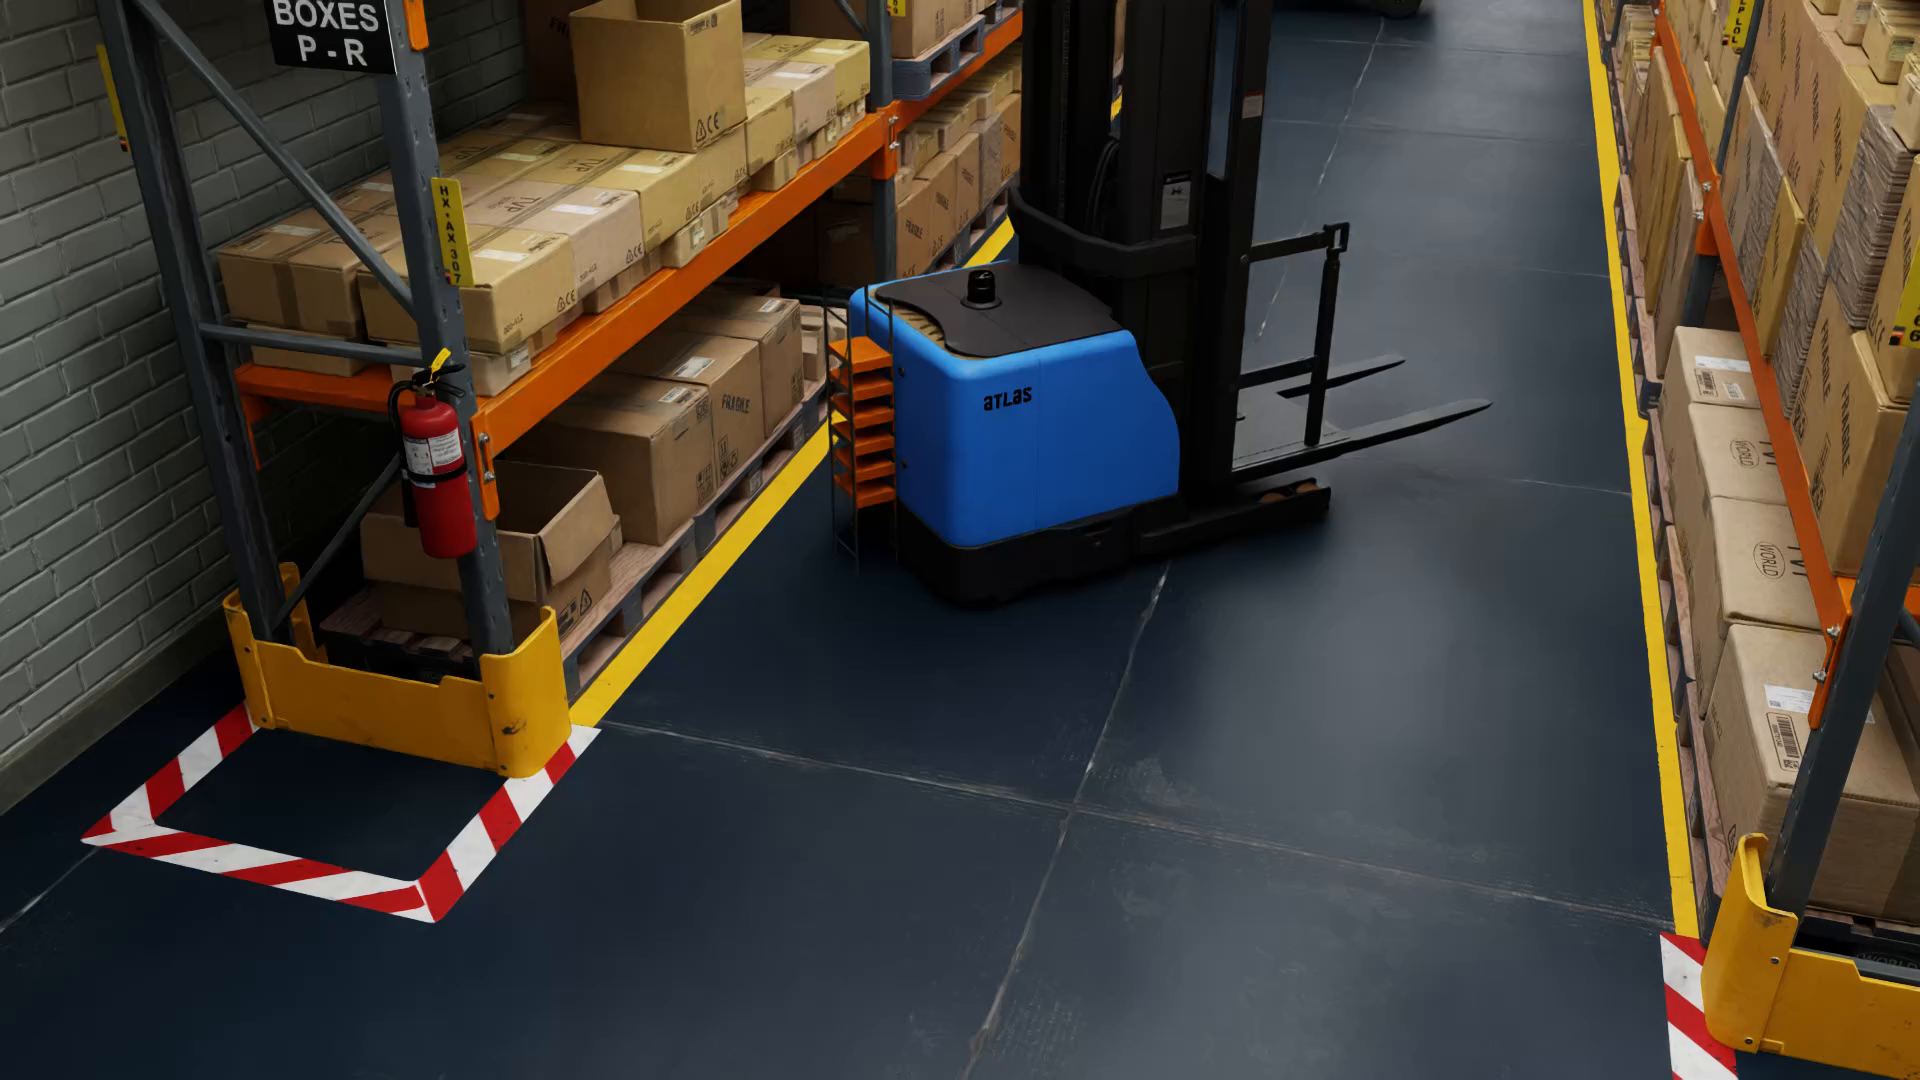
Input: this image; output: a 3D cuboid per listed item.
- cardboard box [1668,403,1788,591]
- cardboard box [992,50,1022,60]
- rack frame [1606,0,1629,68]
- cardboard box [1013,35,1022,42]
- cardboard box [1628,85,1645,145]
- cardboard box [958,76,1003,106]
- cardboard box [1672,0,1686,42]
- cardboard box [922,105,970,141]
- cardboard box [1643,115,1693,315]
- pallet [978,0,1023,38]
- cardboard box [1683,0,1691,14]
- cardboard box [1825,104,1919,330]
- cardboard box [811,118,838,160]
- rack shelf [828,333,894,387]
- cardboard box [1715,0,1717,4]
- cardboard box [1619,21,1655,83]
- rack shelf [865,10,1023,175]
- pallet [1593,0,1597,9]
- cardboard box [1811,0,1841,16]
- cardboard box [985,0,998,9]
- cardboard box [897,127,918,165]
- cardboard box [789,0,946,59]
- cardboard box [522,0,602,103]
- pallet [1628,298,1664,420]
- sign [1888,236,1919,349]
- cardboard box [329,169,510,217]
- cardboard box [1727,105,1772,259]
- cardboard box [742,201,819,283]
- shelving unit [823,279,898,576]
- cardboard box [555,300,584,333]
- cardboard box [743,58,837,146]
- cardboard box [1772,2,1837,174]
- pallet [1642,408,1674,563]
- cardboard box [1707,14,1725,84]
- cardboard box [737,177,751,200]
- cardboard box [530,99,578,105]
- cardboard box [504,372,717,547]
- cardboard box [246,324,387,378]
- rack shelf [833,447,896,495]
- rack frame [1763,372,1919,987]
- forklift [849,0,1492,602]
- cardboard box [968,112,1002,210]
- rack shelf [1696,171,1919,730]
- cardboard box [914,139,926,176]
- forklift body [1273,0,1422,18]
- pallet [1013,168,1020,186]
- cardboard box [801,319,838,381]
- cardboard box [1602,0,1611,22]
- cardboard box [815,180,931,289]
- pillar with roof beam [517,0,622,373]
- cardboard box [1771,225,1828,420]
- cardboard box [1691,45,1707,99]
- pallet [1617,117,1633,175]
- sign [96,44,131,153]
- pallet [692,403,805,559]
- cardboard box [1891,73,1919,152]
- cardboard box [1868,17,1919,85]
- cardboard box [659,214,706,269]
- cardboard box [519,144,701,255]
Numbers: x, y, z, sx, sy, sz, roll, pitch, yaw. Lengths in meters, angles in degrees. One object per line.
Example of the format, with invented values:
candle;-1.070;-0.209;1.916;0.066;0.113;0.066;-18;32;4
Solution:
cardboard box;3.355;-0.127;6.596;0.875;0.438;0.875;8;30;13
cardboard box;0.378;-3.299;11.567;0.380;0.149;0.250;7;30;12
rack frame;6.252;-5.474;14.004;1.000;3.000;0.127;8;30;15
cardboard box;0.528;-3.755;12.925;0.875;0.625;0.625;9;30;16
cardboard box;5.253;-2.911;11.668;0.950;0.372;0.625;6;30;11
cardboard box;0.065;-2.951;10.941;0.380;0.149;0.250;8;30;14
cardboard box;4.560;-3.116;9.921;0.500;0.250;0.500;8;30;13
cardboard box;-0.159;-2.581;10.277;0.380;0.149;0.250;10;30;17
cardboard box;4.267;-1.731;9.030;0.875;0.875;0.875;9;30;16
pallet;-0.235;-3.333;10.353;1.003;0.211;1.213;8;30;15
cardboard box;4.382;-3.097;9.372;0.500;0.250;0.500;8;30;15
cardboard box;2.769;-0.883;4.620;0.500;0.500;0.500;9;30;15
cardboard box;-0.803;-1.920;7.874;0.380;0.149;0.250;9;30;16
rack shelf;-0.404;-0.723;6.667;0.180;0.103;0.258;-15;32;-25
cardboard box;4.107;-2.954;8.343;0.500;0.500;0.500;9;30;16
cardboard box;5.893;-3.930;13.500;0.950;0.372;0.625;10;31;18
rack shelf;-0.255;-3.077;10.436;1.077;0.370;4.000;8;30;15
pallet;7.132;-5.706;17.290;1.003;0.211;1.213;8;30;15
cardboard box;3.231;-1.938;5.849;0.380;0.149;0.250;8;30;13
cardboard box;-0.104;-3.488;9.899;0.700;0.500;0.500;8;30;15
cardboard box;-0.452;-2.223;9.327;0.380;0.149;0.250;7;30;12
cardboard box;-0.487;-2.882;8.811;0.700;0.500;0.500;9;30;16
cardboard box;-1.534;-2.200;7.197;0.500;0.500;0.500;8;30;13
pallet;4.058;-0.906;8.662;1.003;0.211;1.213;8;30;15
sign;2.215;-0.590;3.791;0.100;0.325;0.005;8;30;15
cardboard box;-1.983;-1.159;6.096;0.500;0.250;0.500;9;30;15
cardboard box;3.364;-1.385;6.552;0.500;0.500;0.500;9;30;15
cardboard box;-0.981;-1.824;9.582;0.500;0.500;0.500;8;30;15
shelving unit;-0.404;-0.448;6.820;0.189;1.200;0.258;-15;32;-25
cardboard box;-1.583;-0.859;5.967;0.380;0.149;0.250;8;30;14
cardboard box;-0.892;-2.020;7.644;0.500;0.250;0.500;9;30;15
cardboard box;3.217;-1.579;5.872;0.500;0.500;0.500;9;30;16
pallet;3.606;-0.195;7.383;1.003;0.211;1.213;8;30;15
cardboard box;3.940;-2.382;8.086;0.500;0.250;0.500;9;30;16
cardboard box;-1.137;-1.575;7.254;0.380;0.149;0.250;9;30;16
cardboard box;-1.540;-1.862;7.359;0.500;0.250;0.500;9;30;16
cardboard box;-1.458;-0.357;6.945;0.700;0.500;0.500;10;31;17
cardboard box;-2.176;-0.686;5.656;0.380;0.149;0.250;8;30;14
rack shelf;-0.404;-0.304;6.900;0.180;0.103;0.258;-15;32;-25
rack frame;2.730;0.103;3.979;1.000;3.000;0.127;8;30;15
forklift;1.066;-1.531;6.988;3.031;2.935;1.130;-15;32;-25
cardboard box;-0.029;-2.466;10.737;0.500;0.500;0.500;7;30;13
rack shelf;3.317;-0.512;5.825;1.077;0.370;4.000;8;30;15
cardboard box;-0.411;-2.226;9.639;0.380;0.149;0.250;7;30;12
forklift body;3.867;-6.526;16.770;2.313;2.155;1.214;8;30;15
pallet;0.076;-2.761;11.996;1.003;0.211;1.213;8;30;15
cardboard box;-0.830;-0.984;8.314;0.396;0.266;0.258;10;30;17
cardboard box;6.315;-5.017;15.580;0.500;0.250;0.500;8;30;14
cardboard box;-0.485;-1.746;9.443;0.500;0.500;0.500;10;31;17
pillar with roof beam;2.207;-4.275;5.678;9.100;9.000;0.400;8;30;15
cardboard box;2.922;-0.674;5.273;0.500;0.500;0.500;9;30;16
cardboard box;4.111;-2.403;8.638;0.500;0.250;0.500;8;30;14
pallet;5.309;-2.759;11.992;1.003;0.211;1.213;8;30;15
sign;-2.541;-1.336;5.050;0.100;0.325;0.005;8;30;15
pallet;-1.401;-0.356;7.673;1.003;0.211;1.213;8;30;15
cardboard box;2.690;-1.110;4.361;0.380;0.149;0.250;8;30;14
cardboard box;2.966;-1.457;4.985;0.380;0.149;0.250;9;30;16
cardboard box;-1.232;-1.199;6.578;0.380;0.149;0.250;8;30;13
cardboard box;-1.332;-1.311;6.369;0.500;0.250;0.500;8;30;14
